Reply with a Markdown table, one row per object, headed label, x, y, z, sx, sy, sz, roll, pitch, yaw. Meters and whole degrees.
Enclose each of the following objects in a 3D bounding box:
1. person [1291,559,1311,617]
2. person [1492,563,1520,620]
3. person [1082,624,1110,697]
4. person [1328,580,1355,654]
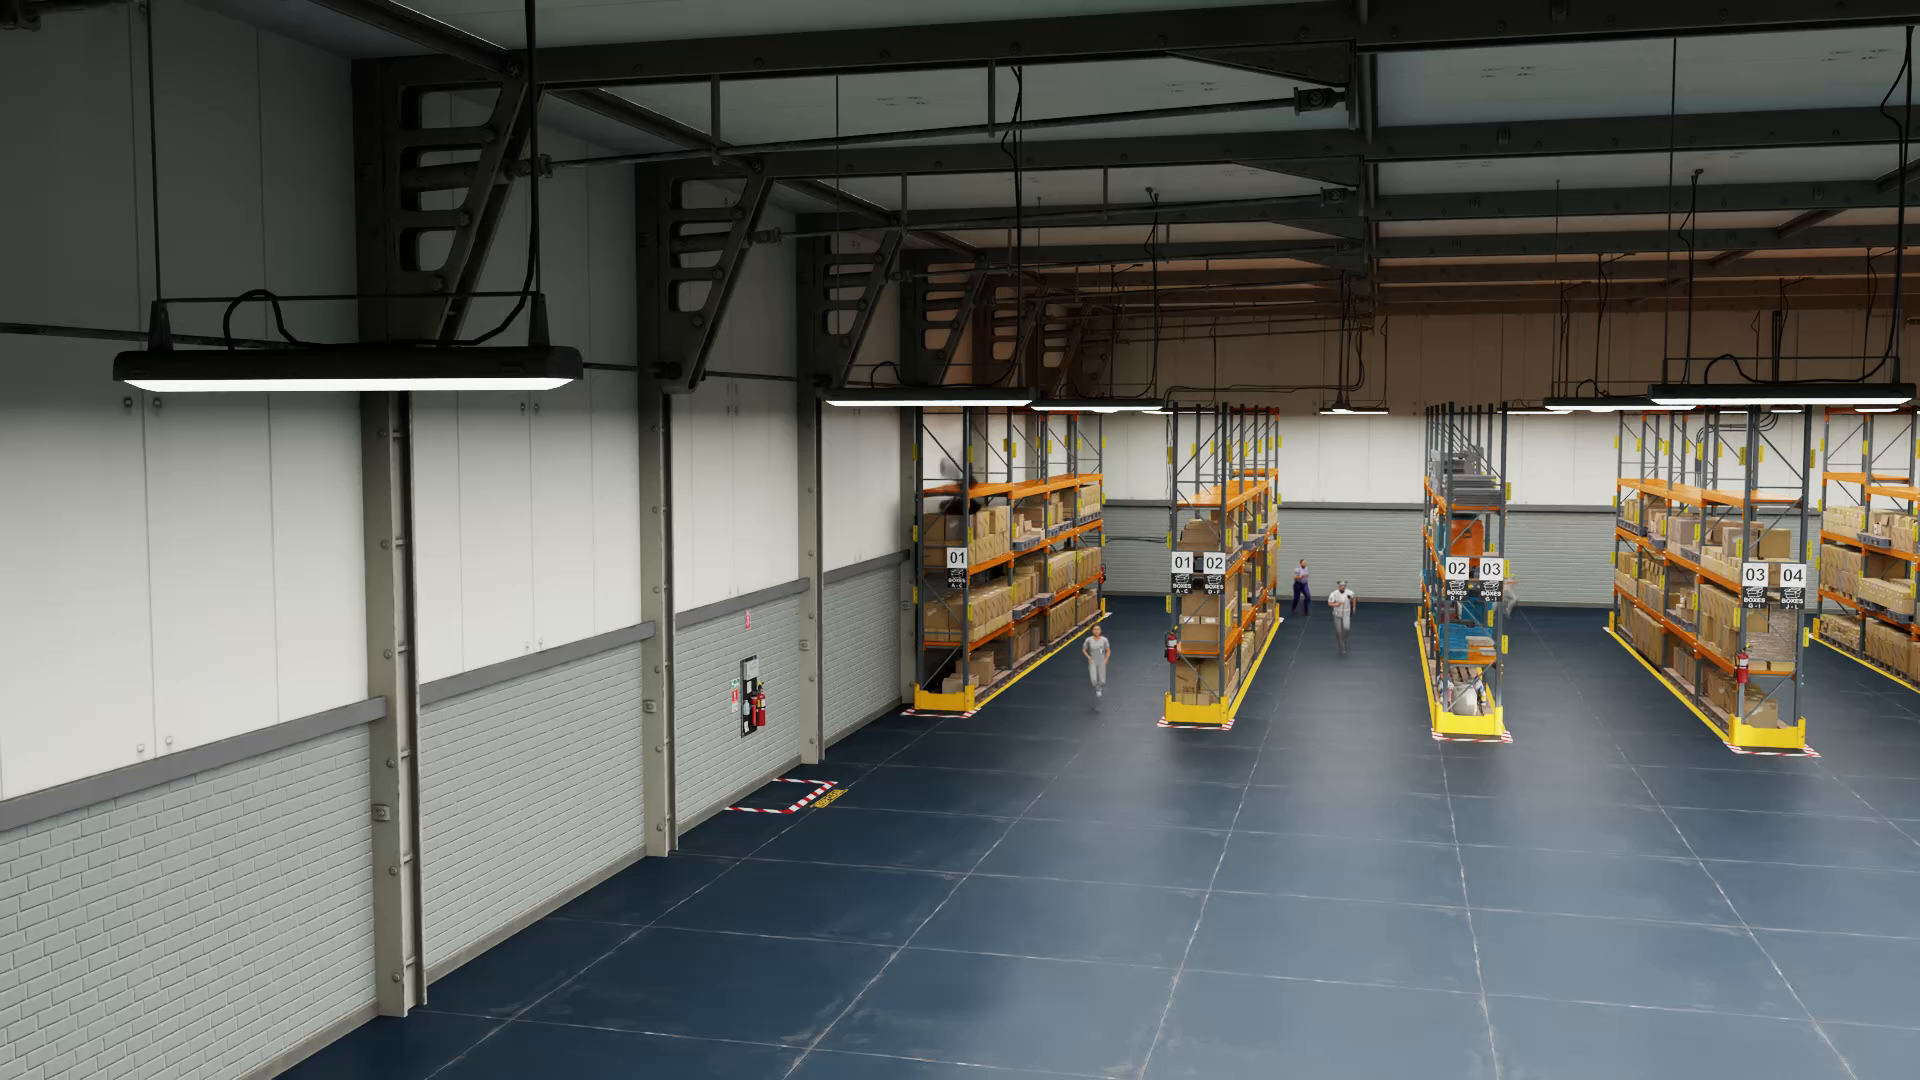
| label | x | y | z | sx | sy | sz | roll | pitch | yaw |
| --- | --- | --- | --- | --- | --- | --- | --- | --- | --- |
| person | 9.788 | 1.394 | 47.858 | 0.587 | 1.716 | 0.835 | -1 | 4 | -18 |
| person | 15.370 | 1.431 | 46.960 | 0.853 | 1.679 | 0.615 | 2 | 5 | 29 |
| person | 2.675 | 2.367 | 32.589 | 0.552 | 1.471 | 0.626 | 0 | 4 | 3 |
| person | 9.306 | 1.864 | 40.535 | 0.687 | 1.827 | 0.876 | 0 | 4 | 5 |
